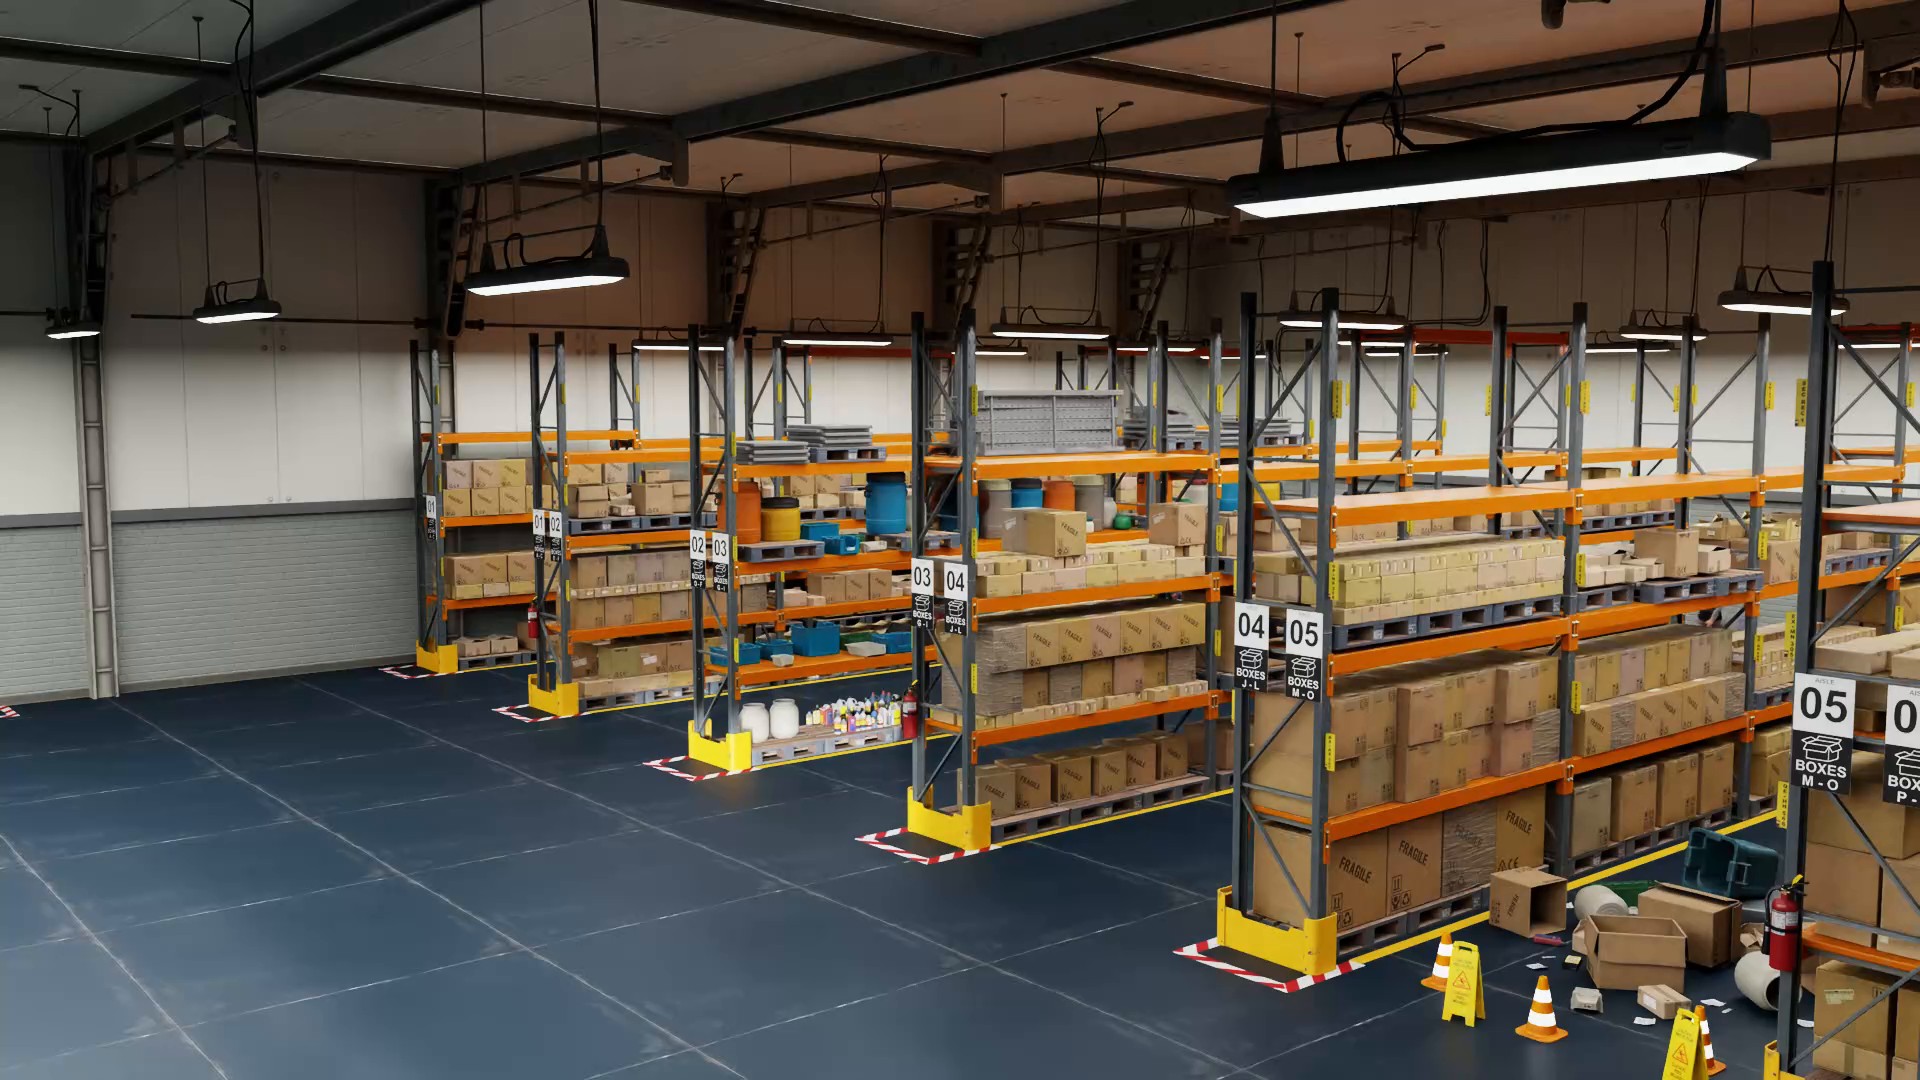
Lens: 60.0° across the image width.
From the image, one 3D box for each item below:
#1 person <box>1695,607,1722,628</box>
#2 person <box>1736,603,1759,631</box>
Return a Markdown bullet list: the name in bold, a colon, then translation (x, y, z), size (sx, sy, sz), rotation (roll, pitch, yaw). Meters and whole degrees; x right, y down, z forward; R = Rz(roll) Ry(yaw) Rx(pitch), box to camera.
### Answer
- **person**: translation (13.815, 1.489, 30.644), size (1.032, 1.680, 0.552), rotation (-1, 5, -12)
- **person**: translation (13.398, 1.727, 28.280), size (0.380, 1.654, 0.524), rotation (3, 6, 26)
